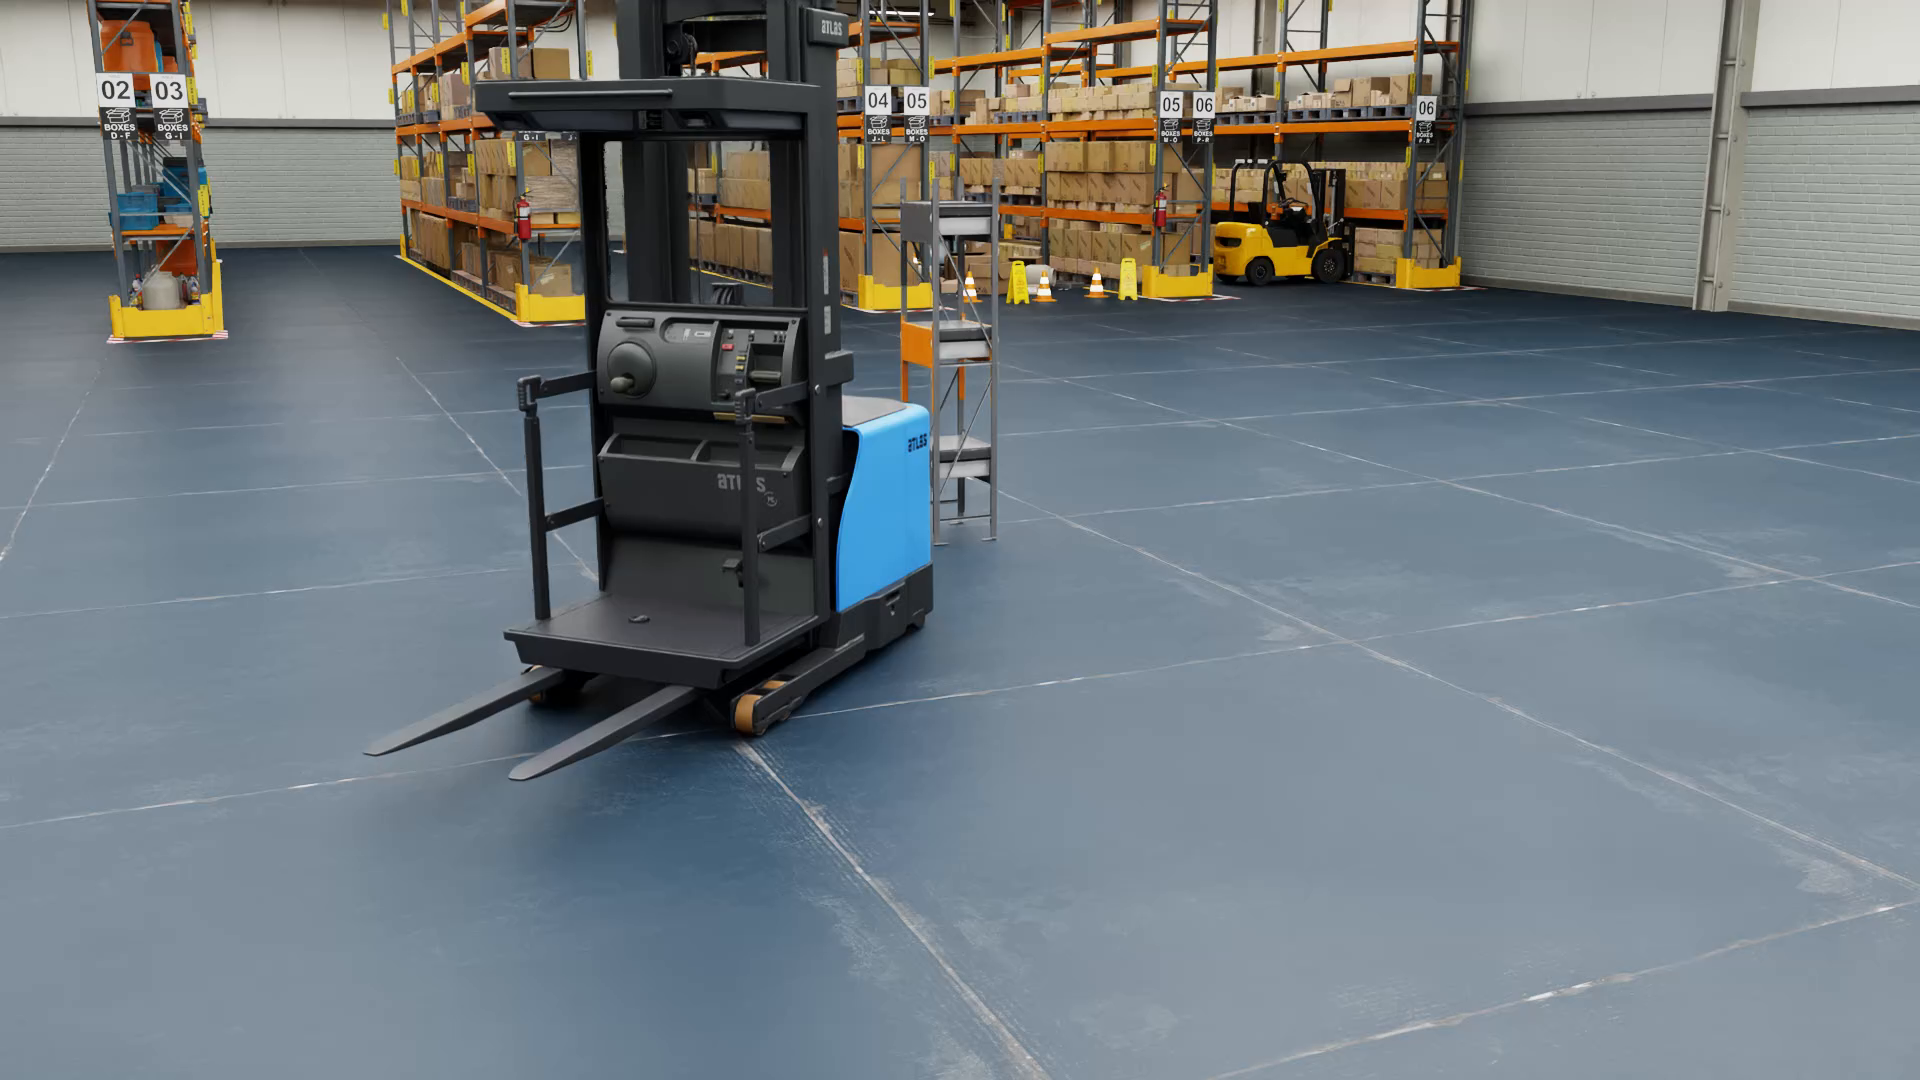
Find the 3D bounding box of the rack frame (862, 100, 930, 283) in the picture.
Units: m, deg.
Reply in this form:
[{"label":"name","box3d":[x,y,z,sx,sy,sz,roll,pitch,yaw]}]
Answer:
[{"label":"rack frame","box3d":[-0.935,-4.946,24.586,1.000,3.000,0.127,-6,14,-23]}]

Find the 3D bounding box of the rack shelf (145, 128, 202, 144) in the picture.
[{"label":"rack shelf","box3d":[-15.667,-8.074,33.048,1.077,0.370,4.000,-6,14,-23]}]

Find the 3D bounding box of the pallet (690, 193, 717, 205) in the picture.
[{"label":"pallet","box3d":[-4.523,-6.643,32.344,1.213,0.211,1.003,-6,14,-23]}]

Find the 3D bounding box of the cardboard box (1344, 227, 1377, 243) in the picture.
[{"label":"cardboard box","box3d":[7.215,-5.490,29.888,0.500,0.250,0.500,-5,14,-22]}]

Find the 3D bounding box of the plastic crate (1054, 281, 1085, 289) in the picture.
[{"label":"plastic crate","box3d":[1.835,-4.419,28.786,0.402,0.080,0.583,-12,18,-42]}]

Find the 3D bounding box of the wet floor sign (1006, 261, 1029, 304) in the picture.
[{"label":"wet floor sign","box3d":[0.891,-3.971,25.598,0.267,0.644,0.232,-9,16,-33]}]

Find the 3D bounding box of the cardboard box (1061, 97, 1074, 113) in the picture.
[{"label":"cardboard box","box3d":[2.098,-7.552,28.867,0.500,0.250,0.500,-6,14,-23]}]

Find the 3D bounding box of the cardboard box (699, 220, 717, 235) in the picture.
[{"label":"cardboard box","box3d":[-4.866,-6.172,32.832,0.500,0.250,0.500,-5,14,-22]}]

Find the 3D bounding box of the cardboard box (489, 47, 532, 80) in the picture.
[{"label":"cardboard box","box3d":[-6.373,-6.714,23.586,0.500,0.500,0.500,-6,14,-23]}]

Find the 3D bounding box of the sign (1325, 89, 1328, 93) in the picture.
[{"label":"sign","box3d":[7.012,-8.491,31.932,0.100,0.325,0.005,-6,14,-23]}]

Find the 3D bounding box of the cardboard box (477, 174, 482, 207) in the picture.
[{"label":"cardboard box","box3d":[-6.999,-5.440,25.841,0.875,0.500,0.500,-6,14,-23]}]

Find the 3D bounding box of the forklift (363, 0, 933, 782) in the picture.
[{"label":"forklift","box3d":[-1.165,-0.765,6.674,1.130,2.935,3.031,5,14,22]}]

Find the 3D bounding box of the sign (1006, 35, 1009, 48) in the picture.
[{"label":"sign","box3d":[1.200,-12.536,41.829,0.100,0.325,0.005,-6,14,-23]}]

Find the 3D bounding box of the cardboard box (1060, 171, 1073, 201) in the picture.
[{"label":"cardboard box","box3d":[2.101,-6.216,29.193,0.500,0.500,0.500,-6,14,-23]}]

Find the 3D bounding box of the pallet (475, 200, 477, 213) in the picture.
[{"label":"pallet","box3d":[-7.296,-5.422,27.072,1.003,0.211,1.213,-6,14,-23]}]

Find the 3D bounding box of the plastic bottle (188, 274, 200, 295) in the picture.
[{"label":"plastic bottle","box3d":[-10.933,-3.608,23.705,0.144,0.351,0.185,-6,14,-23]}]

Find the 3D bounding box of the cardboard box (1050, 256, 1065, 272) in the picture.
[{"label":"cardboard box","box3d":[1.946,-4.959,29.809,0.500,0.250,0.500,-6,14,-26]}]

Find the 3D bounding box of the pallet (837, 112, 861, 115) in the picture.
[{"label":"pallet","box3d":[-1.735,-6.769,26.007,1.003,0.211,1.213,-6,14,-23]}]

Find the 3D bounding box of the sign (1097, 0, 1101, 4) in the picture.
[{"label":"sign","box3d":[2.462,-9.702,29.583,0.100,0.325,0.005,-6,14,-23]}]

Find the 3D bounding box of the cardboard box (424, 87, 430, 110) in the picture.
[{"label":"cardboard box","box3d":[-10.086,-8.593,32.542,0.700,0.500,0.500,-5,14,-22]}]

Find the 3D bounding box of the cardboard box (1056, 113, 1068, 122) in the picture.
[{"label":"cardboard box","box3d":[1.909,-7.433,29.238,0.380,0.149,0.250,-6,14,-23]}]

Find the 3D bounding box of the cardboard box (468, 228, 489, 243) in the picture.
[{"label":"cardboard box","box3d":[-8.429,-5.397,29.443,0.500,0.250,0.500,-5,14,-21]}]

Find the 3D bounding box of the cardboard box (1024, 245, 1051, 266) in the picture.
[{"label":"cardboard box","box3d":[1.745,-5.273,30.895,0.950,0.372,0.625,-5,14,-22]}]

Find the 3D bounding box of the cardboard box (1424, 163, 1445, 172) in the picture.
[{"label":"cardboard box","box3d":[8.168,-6.461,28.814,0.380,0.149,0.250,-6,14,-24]}]

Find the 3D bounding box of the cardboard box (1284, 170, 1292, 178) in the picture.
[{"label":"cardboard box","box3d":[6.391,-6.964,31.648,0.380,0.149,0.250,-6,14,-24]}]

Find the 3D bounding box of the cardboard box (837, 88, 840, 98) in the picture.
[{"label":"cardboard box","box3d":[-1.683,-6.733,25.062,0.380,0.149,0.250,-5,14,-22]}]

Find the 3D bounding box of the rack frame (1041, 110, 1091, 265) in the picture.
[{"label":"rack frame","box3d":[1.958,-6.240,30.179,1.000,3.000,0.127,-6,14,-23]}]

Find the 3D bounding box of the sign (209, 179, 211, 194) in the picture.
[{"label":"sign","box3d":[-15.970,-7.509,35.301,0.100,0.325,0.005,-6,14,-23]}]

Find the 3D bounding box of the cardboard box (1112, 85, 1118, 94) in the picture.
[{"label":"cardboard box","box3d":[2.740,-7.457,27.572,0.380,0.149,0.250,-6,14,-25]}]

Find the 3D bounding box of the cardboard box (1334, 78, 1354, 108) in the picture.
[{"label":"cardboard box","box3d":[7.188,-8.042,29.931,0.797,0.503,0.637,-5,14,-21]}]

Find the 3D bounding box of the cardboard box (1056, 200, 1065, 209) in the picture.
[{"label":"cardboard box","box3d":[1.939,-5.976,29.595,0.380,0.149,0.250,-5,14,-21]}]

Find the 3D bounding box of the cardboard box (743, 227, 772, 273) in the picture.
[{"label":"cardboard box","box3d":[-3.252,-5.200,29.745,1.050,0.750,0.750,-6,14,-23]}]

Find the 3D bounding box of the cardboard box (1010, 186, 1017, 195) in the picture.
[{"label":"cardboard box","box3d":[1.168,-6.562,31.196,0.380,0.149,0.250,-5,14,-22]}]

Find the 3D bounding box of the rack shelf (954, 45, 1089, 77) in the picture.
[{"label":"rack shelf","box3d":[1.156,-9.031,31.414,1.077,0.370,4.000,-6,14,-23]}]

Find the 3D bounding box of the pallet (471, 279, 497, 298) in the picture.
[{"label":"pallet","box3d":[-7.436,-4.147,27.320,1.003,0.211,1.213,-6,14,-23]}]

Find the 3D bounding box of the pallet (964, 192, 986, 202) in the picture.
[{"label":"pallet","box3d":[0.738,-6.835,33.176,1.213,0.211,1.003,-6,14,-23]}]

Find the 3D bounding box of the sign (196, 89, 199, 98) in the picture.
[{"label":"sign","box3d":[-11.152,-6.411,24.244,0.100,0.325,0.005,-6,14,-23]}]

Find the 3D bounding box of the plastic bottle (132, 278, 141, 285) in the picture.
[{"label":"plastic bottle","box3d":[-11.397,-3.452,23.031,0.144,0.351,0.185,-5,14,-21]}]

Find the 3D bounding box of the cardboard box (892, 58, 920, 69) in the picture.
[{"label":"cardboard box","box3d":[-0.777,-7.024,24.550,0.380,0.149,0.250,-5,14,-22]}]

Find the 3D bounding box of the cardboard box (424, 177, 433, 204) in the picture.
[{"label":"cardboard box","box3d":[-10.170,-6.825,32.485,0.500,0.500,0.500,-6,14,-23]}]

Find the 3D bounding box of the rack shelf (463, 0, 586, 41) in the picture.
[{"label":"rack shelf","box3d":[-6.322,-7.502,23.931,1.077,0.370,4.000,-6,14,-23]}]

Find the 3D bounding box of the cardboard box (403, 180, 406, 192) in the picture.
[{"label":"cardboard box","box3d":[-11.770,-7.666,36.011,0.500,0.250,0.500,-6,14,-24]}]

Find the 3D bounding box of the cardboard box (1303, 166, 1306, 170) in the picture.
[{"label":"cardboard box","box3d":[6.658,-7.008,31.179,0.380,0.149,0.250,-6,14,-24]}]

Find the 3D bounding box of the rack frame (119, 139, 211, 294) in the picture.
[{"label":"rack frame","box3d":[-11.661,-4.898,24.378,1.000,3.000,0.127,-6,14,-23]}]

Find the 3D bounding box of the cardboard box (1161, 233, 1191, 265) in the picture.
[{"label":"cardboard box","box3d":[3.480,-4.840,27.635,0.500,0.500,0.500,-6,14,-25]}]

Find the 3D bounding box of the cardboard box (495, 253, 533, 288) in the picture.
[{"label":"cardboard box","box3d":[-6.999,-4.245,26.173,0.500,0.500,0.500,-6,14,-25]}]

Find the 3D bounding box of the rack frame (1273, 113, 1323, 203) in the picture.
[{"label":"rack frame","box3d":[6.504,-6.689,32.119,1.000,3.000,0.127,-6,14,-23]}]

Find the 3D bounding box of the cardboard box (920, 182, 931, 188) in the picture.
[{"label":"cardboard box","box3d":[-0.504,-7.524,34.948,0.500,0.250,0.500,-6,14,-24]}]

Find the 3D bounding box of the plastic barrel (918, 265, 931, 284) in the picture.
[{"label":"plastic barrel","box3d":[-0.678,-4.421,28.033,0.512,0.421,0.421,4,14,16]}]

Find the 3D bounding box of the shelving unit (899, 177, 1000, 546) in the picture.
[{"label":"shelving unit","box3d":[-0.066,-1.057,9.781,0.431,2.100,0.503,-6,14,-23]}]

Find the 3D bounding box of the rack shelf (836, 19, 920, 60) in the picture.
[{"label":"rack shelf","box3d":[-1.736,-7.736,25.821,1.077,0.370,4.000,-6,14,-23]}]

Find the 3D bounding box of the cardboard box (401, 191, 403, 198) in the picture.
[{"label":"cardboard box","box3d":[-12.090,-7.599,36.606,0.380,0.149,0.250,-5,14,-22]}]

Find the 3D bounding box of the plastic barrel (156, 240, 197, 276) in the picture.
[{"label":"plastic barrel","box3d":[-13.475,-4.971,28.576,0.600,0.830,0.708,-6,14,-23]}]

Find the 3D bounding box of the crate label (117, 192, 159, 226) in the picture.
[{"label":"crate label","box3d":[-11.044,-4.444,22.341,0.502,0.435,0.616,-6,14,-23]}]
